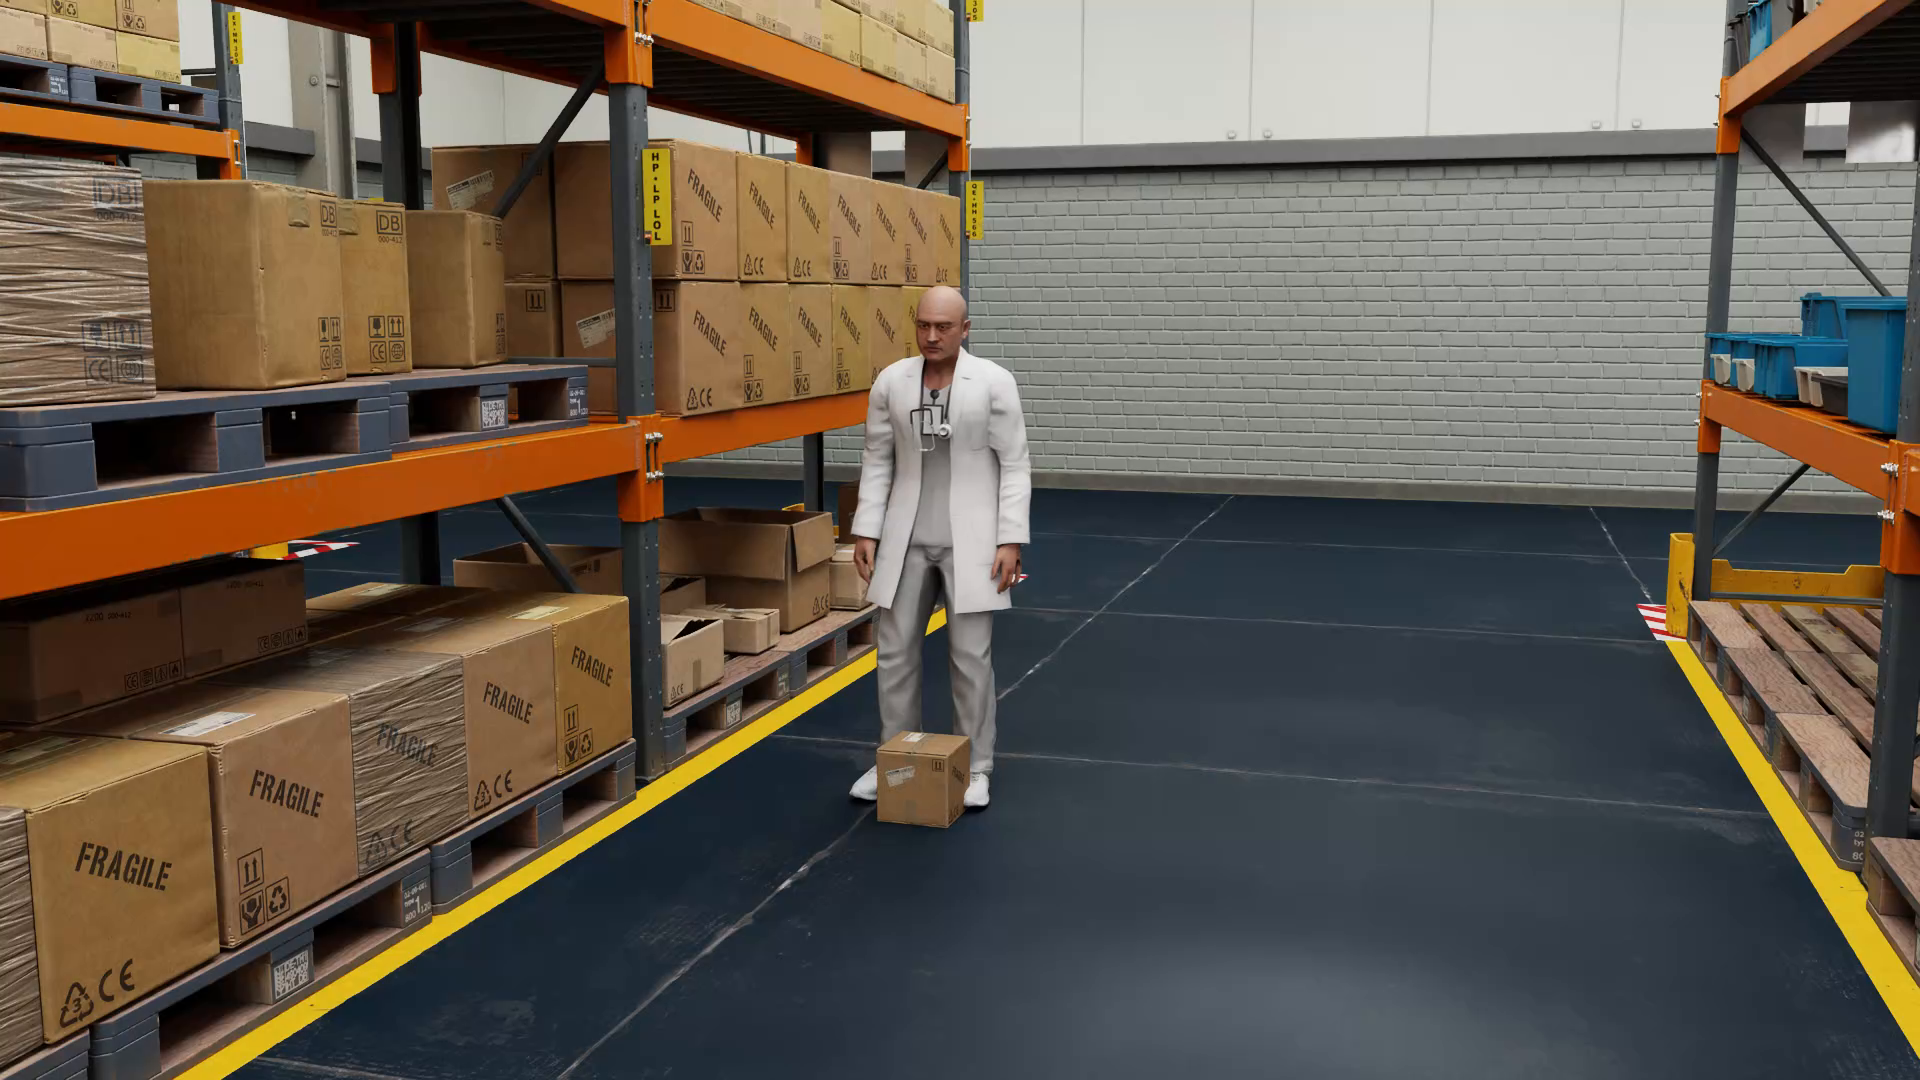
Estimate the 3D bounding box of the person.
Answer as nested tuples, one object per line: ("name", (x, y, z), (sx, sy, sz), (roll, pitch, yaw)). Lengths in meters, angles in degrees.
("person", (-0.069, 0.019, 5.750), (0.644, 1.774, 0.425), (2, 9, 17))
